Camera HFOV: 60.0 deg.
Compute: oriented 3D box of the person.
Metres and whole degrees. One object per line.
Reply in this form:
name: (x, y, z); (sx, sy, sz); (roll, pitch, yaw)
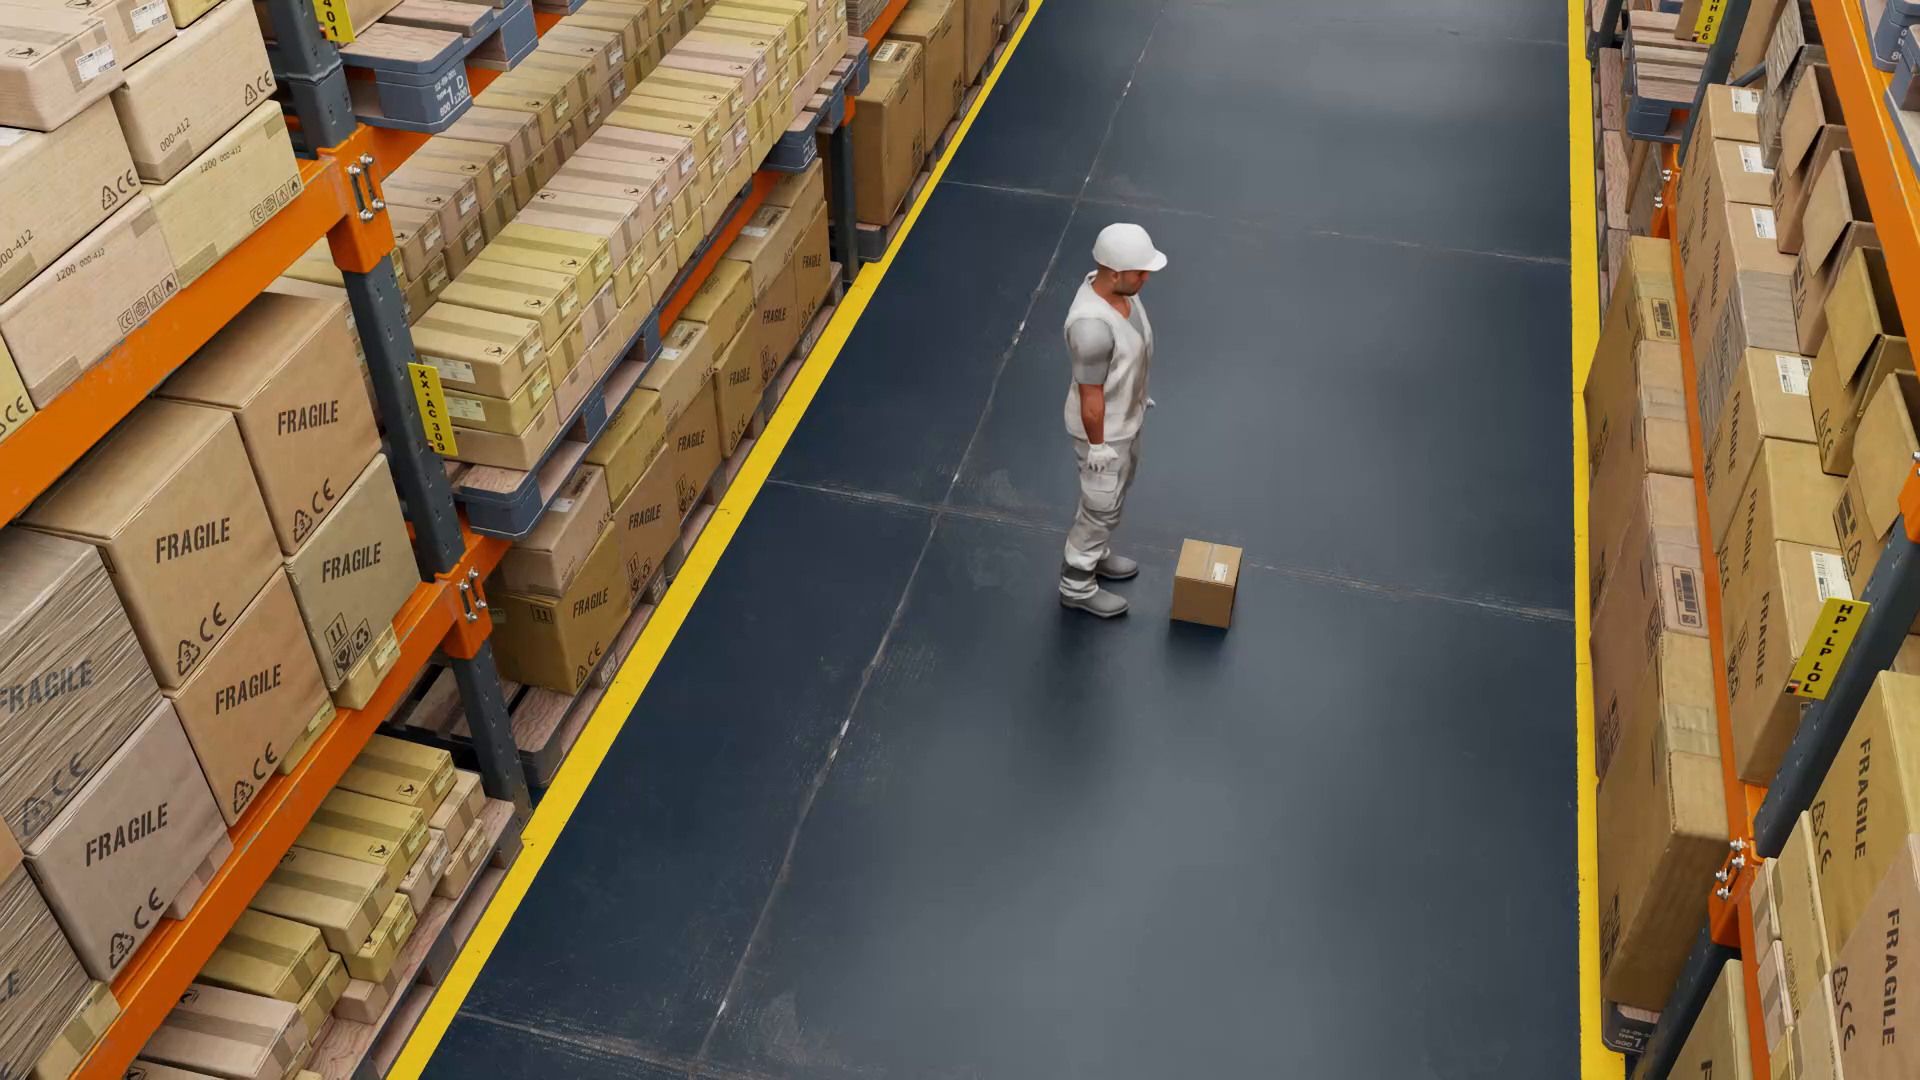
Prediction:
person: (0.597, -0.484, 6.710); (0.351, 1.777, 0.528); (11, 42, 12)
